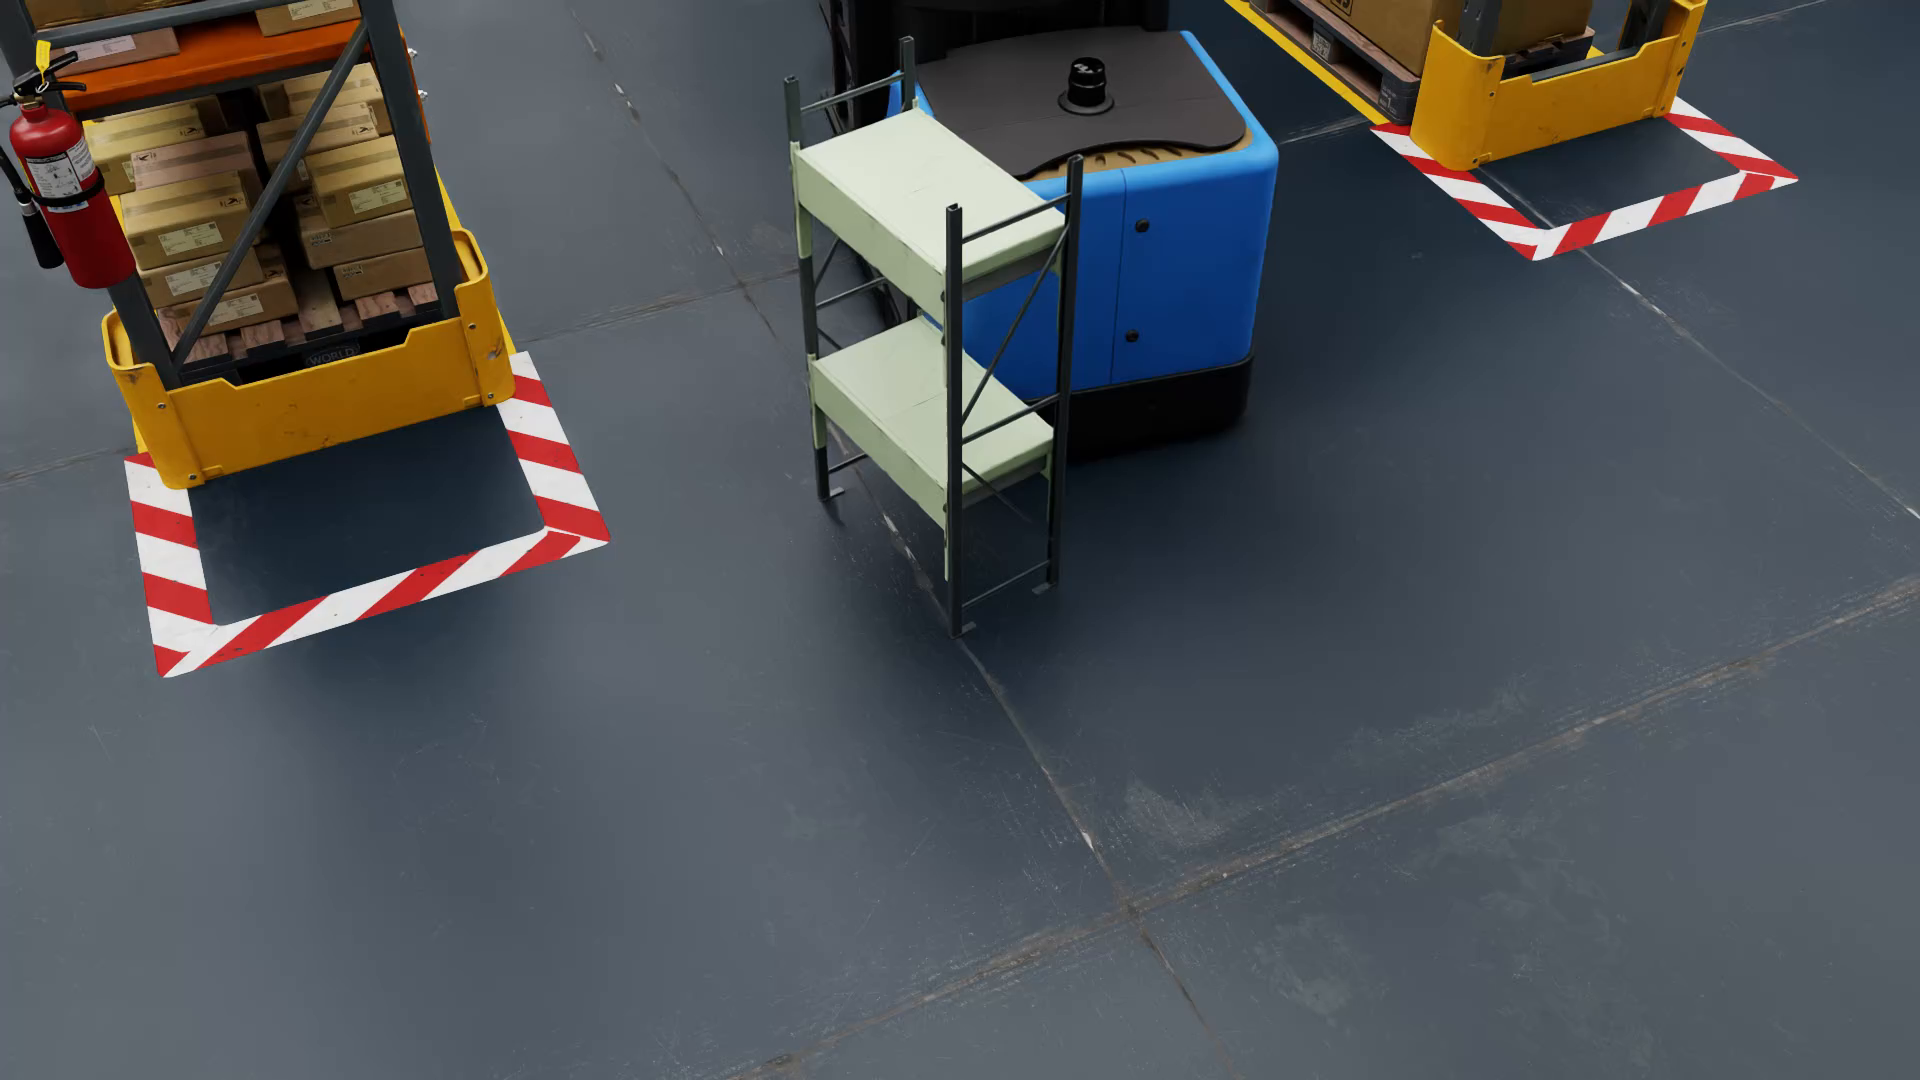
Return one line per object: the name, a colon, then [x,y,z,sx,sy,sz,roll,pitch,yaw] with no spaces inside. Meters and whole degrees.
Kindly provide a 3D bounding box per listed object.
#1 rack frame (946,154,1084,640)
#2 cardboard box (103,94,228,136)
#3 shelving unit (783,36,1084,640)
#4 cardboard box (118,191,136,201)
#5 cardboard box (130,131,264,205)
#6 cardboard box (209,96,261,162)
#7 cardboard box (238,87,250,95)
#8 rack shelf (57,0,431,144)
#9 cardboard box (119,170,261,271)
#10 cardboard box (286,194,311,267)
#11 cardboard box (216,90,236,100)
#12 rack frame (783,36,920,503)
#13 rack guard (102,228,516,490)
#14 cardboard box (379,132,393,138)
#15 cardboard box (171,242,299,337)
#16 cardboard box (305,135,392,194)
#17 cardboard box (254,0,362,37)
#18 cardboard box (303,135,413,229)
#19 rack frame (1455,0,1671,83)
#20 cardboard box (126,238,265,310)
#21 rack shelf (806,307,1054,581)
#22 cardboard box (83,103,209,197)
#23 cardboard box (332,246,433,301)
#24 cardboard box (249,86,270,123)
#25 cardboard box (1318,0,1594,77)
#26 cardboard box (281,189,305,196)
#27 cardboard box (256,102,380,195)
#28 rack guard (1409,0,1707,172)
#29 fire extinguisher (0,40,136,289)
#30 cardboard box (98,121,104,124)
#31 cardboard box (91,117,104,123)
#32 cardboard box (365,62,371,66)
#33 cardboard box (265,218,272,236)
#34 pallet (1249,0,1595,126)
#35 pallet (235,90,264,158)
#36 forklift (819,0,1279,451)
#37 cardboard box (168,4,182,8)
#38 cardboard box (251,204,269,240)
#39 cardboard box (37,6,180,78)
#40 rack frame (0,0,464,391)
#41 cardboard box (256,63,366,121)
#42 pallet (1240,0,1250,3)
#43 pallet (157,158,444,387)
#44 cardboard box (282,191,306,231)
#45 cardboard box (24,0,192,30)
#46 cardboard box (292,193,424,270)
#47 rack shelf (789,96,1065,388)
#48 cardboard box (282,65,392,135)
rack frame: [0.135,-0.324,4.511,0.400,1.500,0.023,-27,51,-25]
cardboard box: [-2.873,-1.547,5.989,0.380,0.149,0.250,-20,48,-19]
shelving unit: [-0.079,-0.533,4.722,0.431,1.500,0.755,-27,51,-25]
cardboard box: [-2.792,-1.273,5.923,0.380,0.149,0.250,-20,48,-19]
cardboard box: [-2.597,-1.236,5.674,0.380,0.149,0.250,-17,47,-17]
cardboard box: [-2.812,-1.474,6.128,0.380,0.149,0.250,-19,48,-18]
cardboard box: [-2.684,-1.918,6.577,0.380,0.149,0.250,-16,47,-15]
rack shelf: [-2.932,-2.468,6.128,1.077,0.370,4.000,-18,47,-17]
cardboard box: [-2.544,-1.059,5.494,0.380,0.149,0.250,-18,47,-17]
cardboard box: [-2.205,-1.155,6.016,0.380,0.149,0.250,-18,47,-18]
cardboard box: [-3.149,-1.847,6.717,0.380,0.149,0.250,-17,47,-16]
rack frame: [-0.292,-0.742,4.934,0.400,1.500,0.023,-27,51,-25]
rack guard: [-2.123,-0.608,5.510,1.175,0.500,0.348,-18,47,-17]
cardboard box: [-2.335,-1.616,6.271,0.380,0.149,0.250,-17,47,-16]
cardboard box: [-2.502,-0.858,5.715,0.380,0.149,0.250,-17,47,-17]
cardboard box: [-2.142,-1.291,5.942,0.380,0.149,0.250,-18,47,-18]
cardboard box: [-1.930,-1.663,4.979,0.380,0.149,0.250,-18,48,-18]
cardboard box: [-2.003,-1.230,5.668,0.380,0.149,0.250,-20,48,-19]
rack frame: [2.452,-2.850,6.003,1.000,3.000,0.127,-18,47,-17]
cardboard box: [-2.572,-0.942,5.588,0.380,0.149,0.250,-19,48,-18]
rack shelf: [-0.079,-0.301,4.951,0.431,0.370,0.720,-27,51,-25]
cardboard box: [-2.821,-1.363,5.803,0.380,0.149,0.250,-19,48,-18]
cardboard box: [-2.021,-1.013,5.871,0.380,0.149,0.250,-17,47,-17]
cardboard box: [-2.533,-1.757,6.414,0.380,0.149,0.250,-20,48,-19]
cardboard box: [2.110,-2.627,6.991,0.875,0.875,0.875,-18,47,-17]
cardboard box: [-2.326,-1.421,6.073,0.380,0.149,0.250,-17,47,-17]
cardboard box: [-2.228,-1.370,5.810,0.380,0.149,0.250,-17,47,-17]
rack guard: [2.462,-1.945,6.865,1.175,0.500,0.348,-18,47,-17]
fire extinguisher: [-2.404,-0.992,4.441,0.296,0.674,0.183,-18,47,-17]
cardboard box: [-3.022,-1.599,6.254,0.380,0.149,0.250,-17,47,-17]
cardboard box: [-3.036,-1.702,6.146,0.380,0.149,0.250,-16,47,-16]
cardboard box: [-2.544,-1.826,6.695,0.380,0.149,0.250,-20,48,-19]
cardboard box: [-2.735,-1.186,6.047,0.380,0.149,0.250,-18,47,-18]
pallet: [2.044,-2.344,7.475,1.003,0.211,1.213,-18,47,-17]
pallet: [-2.942,-1.810,6.934,1.003,0.211,1.213,-18,47,-17]
forklift: [0.094,-2.336,5.531,1.130,2.935,3.031,-11,46,-11]
cardboard box: [-2.555,-1.654,4.969,0.380,0.149,0.250,-18,47,-17]
cardboard box: [-2.633,-1.125,5.773,0.380,0.149,0.250,-19,48,-18]
cardboard box: [-2.485,-1.484,4.798,0.380,0.149,0.250,-18,47,-17]
rack frame: [-2.091,-1.450,4.583,1.000,3.000,0.127,-18,47,-17]
cardboard box: [-2.397,-1.702,6.147,0.380,0.149,0.250,-20,48,-19]
pallet: [1.535,-3.120,8.262,1.003,0.211,1.213,-18,47,-17]
pallet: [-2.433,-1.034,6.147,1.003,0.211,1.213,-18,47,-17]
cardboard box: [-2.316,-1.311,6.174,0.380,0.149,0.250,-18,47,-17]
cardboard box: [-2.514,-1.801,4.657,0.500,0.500,0.500,-17,47,-17]
cardboard box: [-2.079,-1.100,5.748,0.380,0.149,0.250,-16,47,-16]
rack shelf: [-0.079,-0.811,4.448,0.431,0.370,0.720,-27,51,-25]
cardboard box: [-2.218,-1.569,6.011,0.380,0.149,0.250,-18,47,-18]
